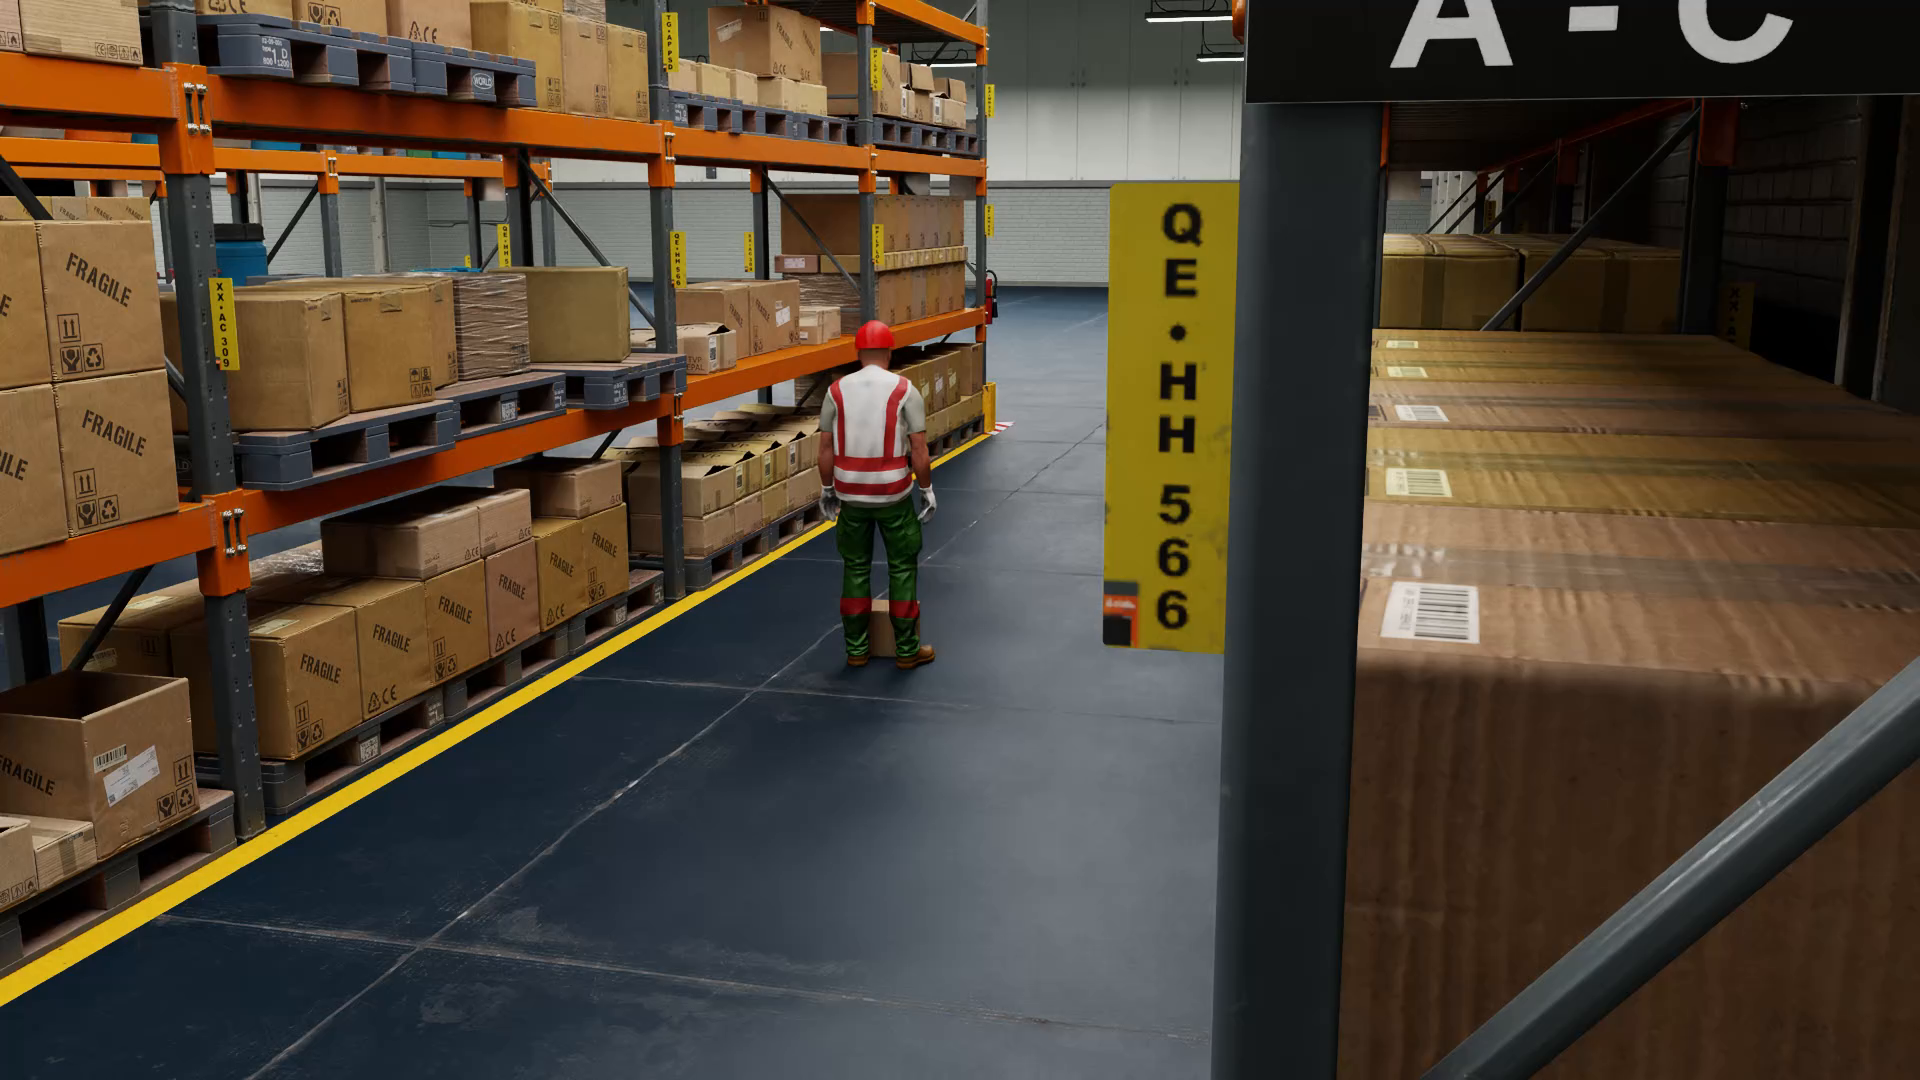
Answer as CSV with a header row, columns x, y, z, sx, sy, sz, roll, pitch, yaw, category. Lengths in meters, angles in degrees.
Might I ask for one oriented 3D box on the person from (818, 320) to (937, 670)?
x,y,z,sx,sy,sz,roll,pitch,yaw,category
-0.427,-0.232,8.562,0.620,1.779,0.454,3,12,12,person
